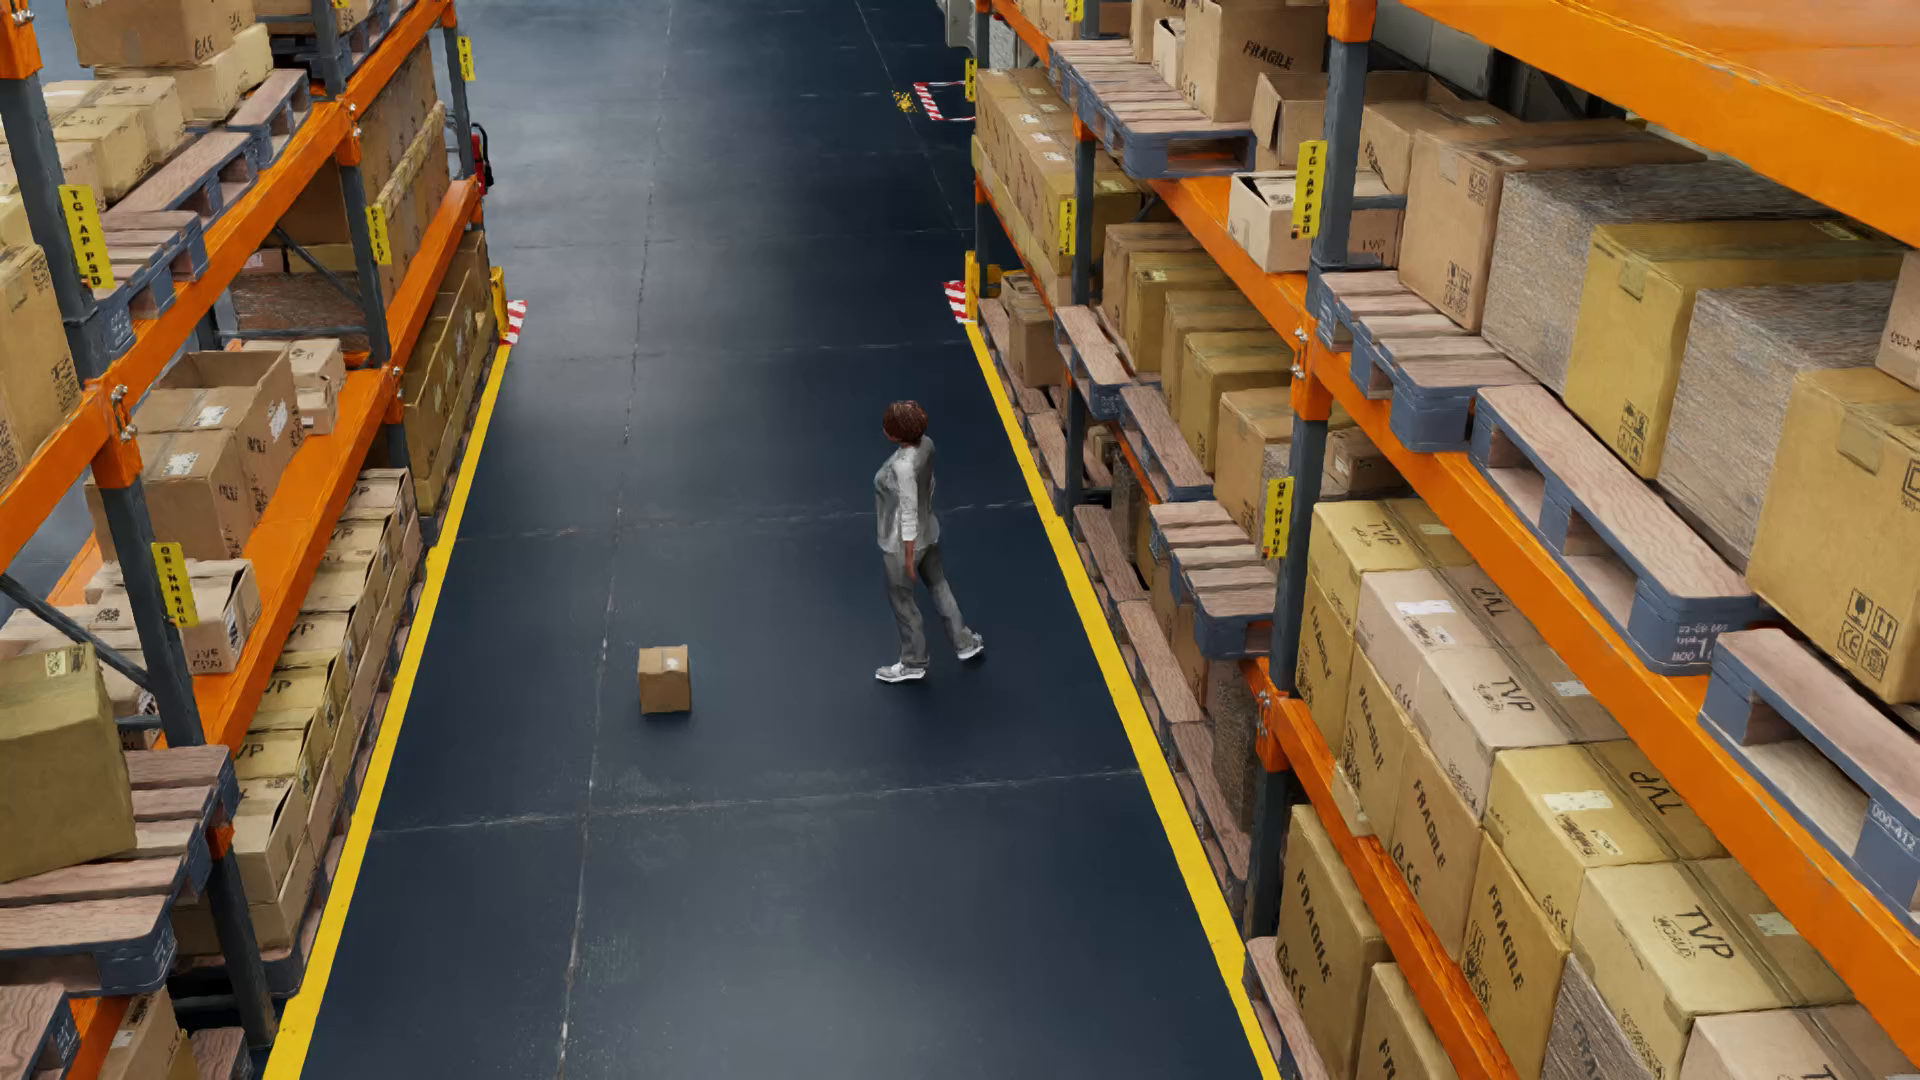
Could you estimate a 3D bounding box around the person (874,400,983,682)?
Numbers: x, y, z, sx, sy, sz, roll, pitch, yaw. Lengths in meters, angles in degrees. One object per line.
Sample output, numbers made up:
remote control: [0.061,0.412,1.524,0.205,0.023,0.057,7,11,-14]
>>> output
person: [-0.162,-0.026,8.682,0.449,1.589,0.592,12,30,22]
